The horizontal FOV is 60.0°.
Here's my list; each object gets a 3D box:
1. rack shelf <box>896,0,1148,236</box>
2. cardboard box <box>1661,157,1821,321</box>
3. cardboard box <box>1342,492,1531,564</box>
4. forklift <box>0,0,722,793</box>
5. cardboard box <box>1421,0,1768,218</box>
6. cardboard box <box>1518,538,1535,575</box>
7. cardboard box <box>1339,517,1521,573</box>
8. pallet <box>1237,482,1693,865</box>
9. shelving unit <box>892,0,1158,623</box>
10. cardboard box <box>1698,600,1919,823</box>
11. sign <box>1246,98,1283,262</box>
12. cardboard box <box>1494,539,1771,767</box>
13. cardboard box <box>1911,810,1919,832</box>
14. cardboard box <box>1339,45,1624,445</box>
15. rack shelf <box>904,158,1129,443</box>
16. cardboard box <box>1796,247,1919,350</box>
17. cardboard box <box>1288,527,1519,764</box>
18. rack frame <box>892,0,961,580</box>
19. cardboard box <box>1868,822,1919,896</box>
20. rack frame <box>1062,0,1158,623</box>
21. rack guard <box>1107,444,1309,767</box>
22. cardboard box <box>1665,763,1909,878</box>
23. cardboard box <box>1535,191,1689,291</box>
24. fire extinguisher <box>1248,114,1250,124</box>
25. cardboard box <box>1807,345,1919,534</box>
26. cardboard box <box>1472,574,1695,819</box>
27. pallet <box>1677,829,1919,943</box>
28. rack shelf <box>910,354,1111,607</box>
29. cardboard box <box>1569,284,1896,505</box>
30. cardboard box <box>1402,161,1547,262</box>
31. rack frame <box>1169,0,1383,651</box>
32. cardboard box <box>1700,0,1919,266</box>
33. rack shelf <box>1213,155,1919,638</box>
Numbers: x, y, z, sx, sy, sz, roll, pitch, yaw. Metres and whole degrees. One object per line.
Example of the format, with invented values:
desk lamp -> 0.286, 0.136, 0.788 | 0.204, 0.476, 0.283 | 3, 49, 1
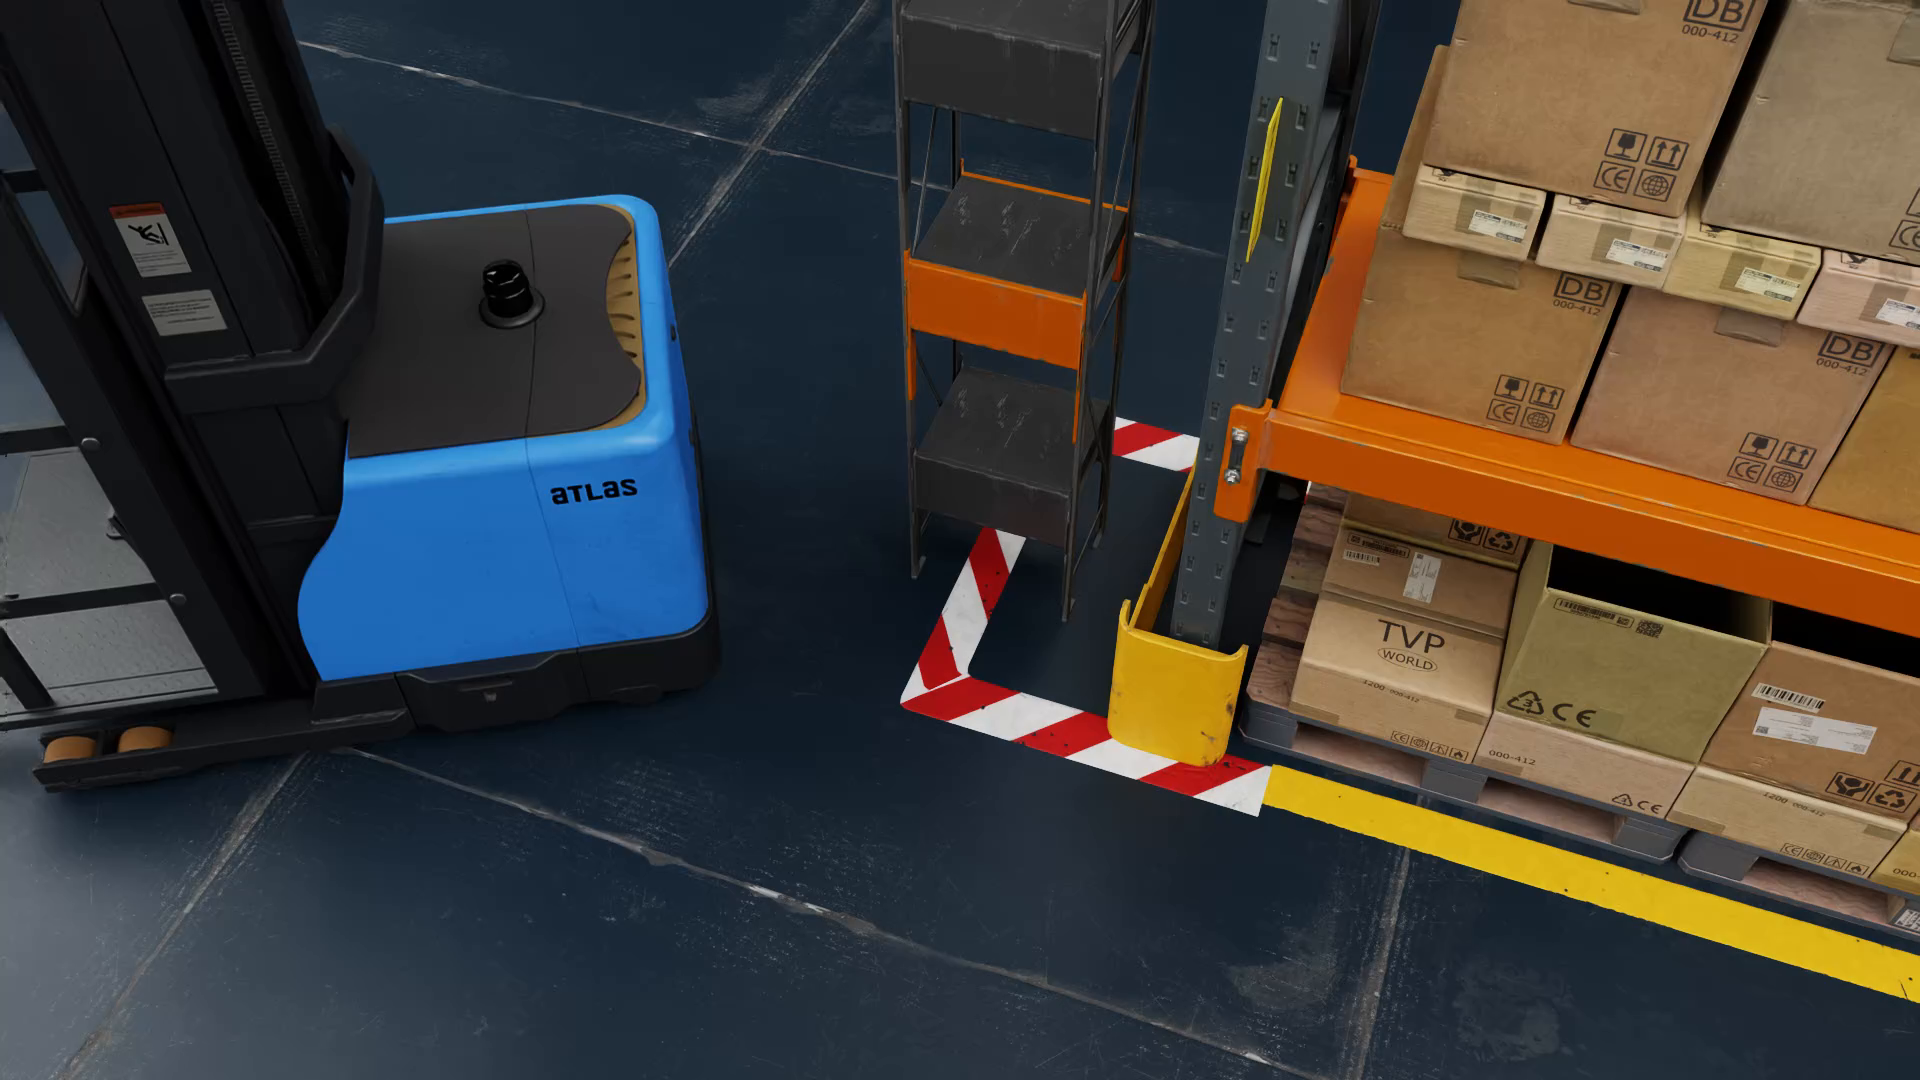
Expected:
rack shelf -> 0.155, -1.094, 3.900 | 0.480, 0.518, 0.431 | 16, 51, 13
cardboard box -> 1.566, -0.636, 3.321 | 0.250, 0.149, 0.380 | 16, 51, 13
cardboard box -> 1.397, -0.333, 4.599 | 0.500, 0.500, 0.500 | 16, 51, 13
forklift -> -2.261, -0.695, 3.913 | 3.031, 2.935, 1.130 | -7, 49, -6
cardboard box -> 1.274, -1.093, 3.287 | 0.500, 0.500, 0.700 | 16, 51, 13
cardboard box -> 1.870, 0.036, 4.775 | 0.500, 0.250, 0.500 | 16, 51, 13
cardboard box -> 1.396, -0.086, 4.881 | 0.500, 0.250, 0.500 | 16, 51, 13
pallet -> 1.523, 0.304, 4.847 | 1.213, 0.211, 1.003 | 16, 51, 13
shelving unit -> 0.155, -0.644, 4.419 | 0.503, 2.100, 0.431 | 16, 51, 13
cardboard box -> 2.160, 0.287, 4.062 | 0.500, 0.500, 0.500 | 16, 51, 13
sign -> 0.593, -0.698, 3.245 | 0.005, 0.325, 0.100 | 16, 51, 13
cardboard box -> 1.687, 0.165, 4.168 | 0.500, 0.500, 0.500 | 16, 51, 13
cardboard box -> 2.623, 0.430, 3.938 | 0.500, 0.500, 0.500 | 16, 51, 13
cardboard box -> 1.224, -0.682, 3.790 | 0.500, 0.500, 0.700 | 16, 51, 13
rack shelf -> 0.155, -0.635, 4.429 | 0.480, 0.518, 0.431 | 16, 51, 13
cardboard box -> 1.802, -0.569, 3.263 | 0.250, 0.149, 0.380 | 15, 51, 13
cardboard box -> 1.217, 0.281, 4.563 | 0.500, 0.250, 0.500 | 16, 51, 13
rack frame -> -0.074, -0.708, 4.474 | 0.015, 2.100, 0.400 | 16, 51, 13
cardboard box -> 2.623, 0.675, 4.222 | 0.500, 0.250, 0.500 | 16, 51, 13
rack frame -> 0.384, -0.580, 4.364 | 0.015, 2.100, 0.400 | 16, 51, 13
rack guard -> 0.768, 0.032, 4.891 | 0.348, 0.500, 1.175 | 16, 51, 13
cardboard box -> 2.156, 0.541, 4.338 | 0.500, 0.250, 0.500 | 16, 51, 13
cardboard box -> 1.333, -0.703, 3.379 | 0.250, 0.149, 0.380 | 14, 51, 12
fire extinguisher -> 0.841, -1.115, 4.283 | 0.183, 0.674, 0.296 | 16, 51, 13
cardboard box -> 2.182, -0.413, 3.557 | 0.500, 0.500, 0.700 | 16, 51, 13
cardboard box -> 1.687, 0.409, 4.452 | 0.500, 0.250, 0.500 | 16, 51, 13
pallet -> 2.663, 0.624, 4.569 | 1.213, 0.211, 1.003 | 16, 51, 13
rack shelf -> 0.155, -0.177, 4.958 | 0.480, 0.518, 0.431 | 16, 51, 13
cardboard box -> 1.719, -0.548, 3.673 | 0.500, 0.500, 0.700 | 17, 51, 14
cardboard box -> 1.084, -0.770, 3.437 | 0.250, 0.149, 0.380 | 15, 51, 13
rack frame -> 0.791, -0.780, 3.941 | 0.127, 3.000, 1.000 | 16, 51, 13
cardboard box -> 1.769, -0.959, 3.171 | 0.500, 0.500, 0.700 | 14, 51, 12
rack shelf -> 2.667, -0.021, 3.759 | 4.000, 0.370, 1.077 | 16, 51, 13
